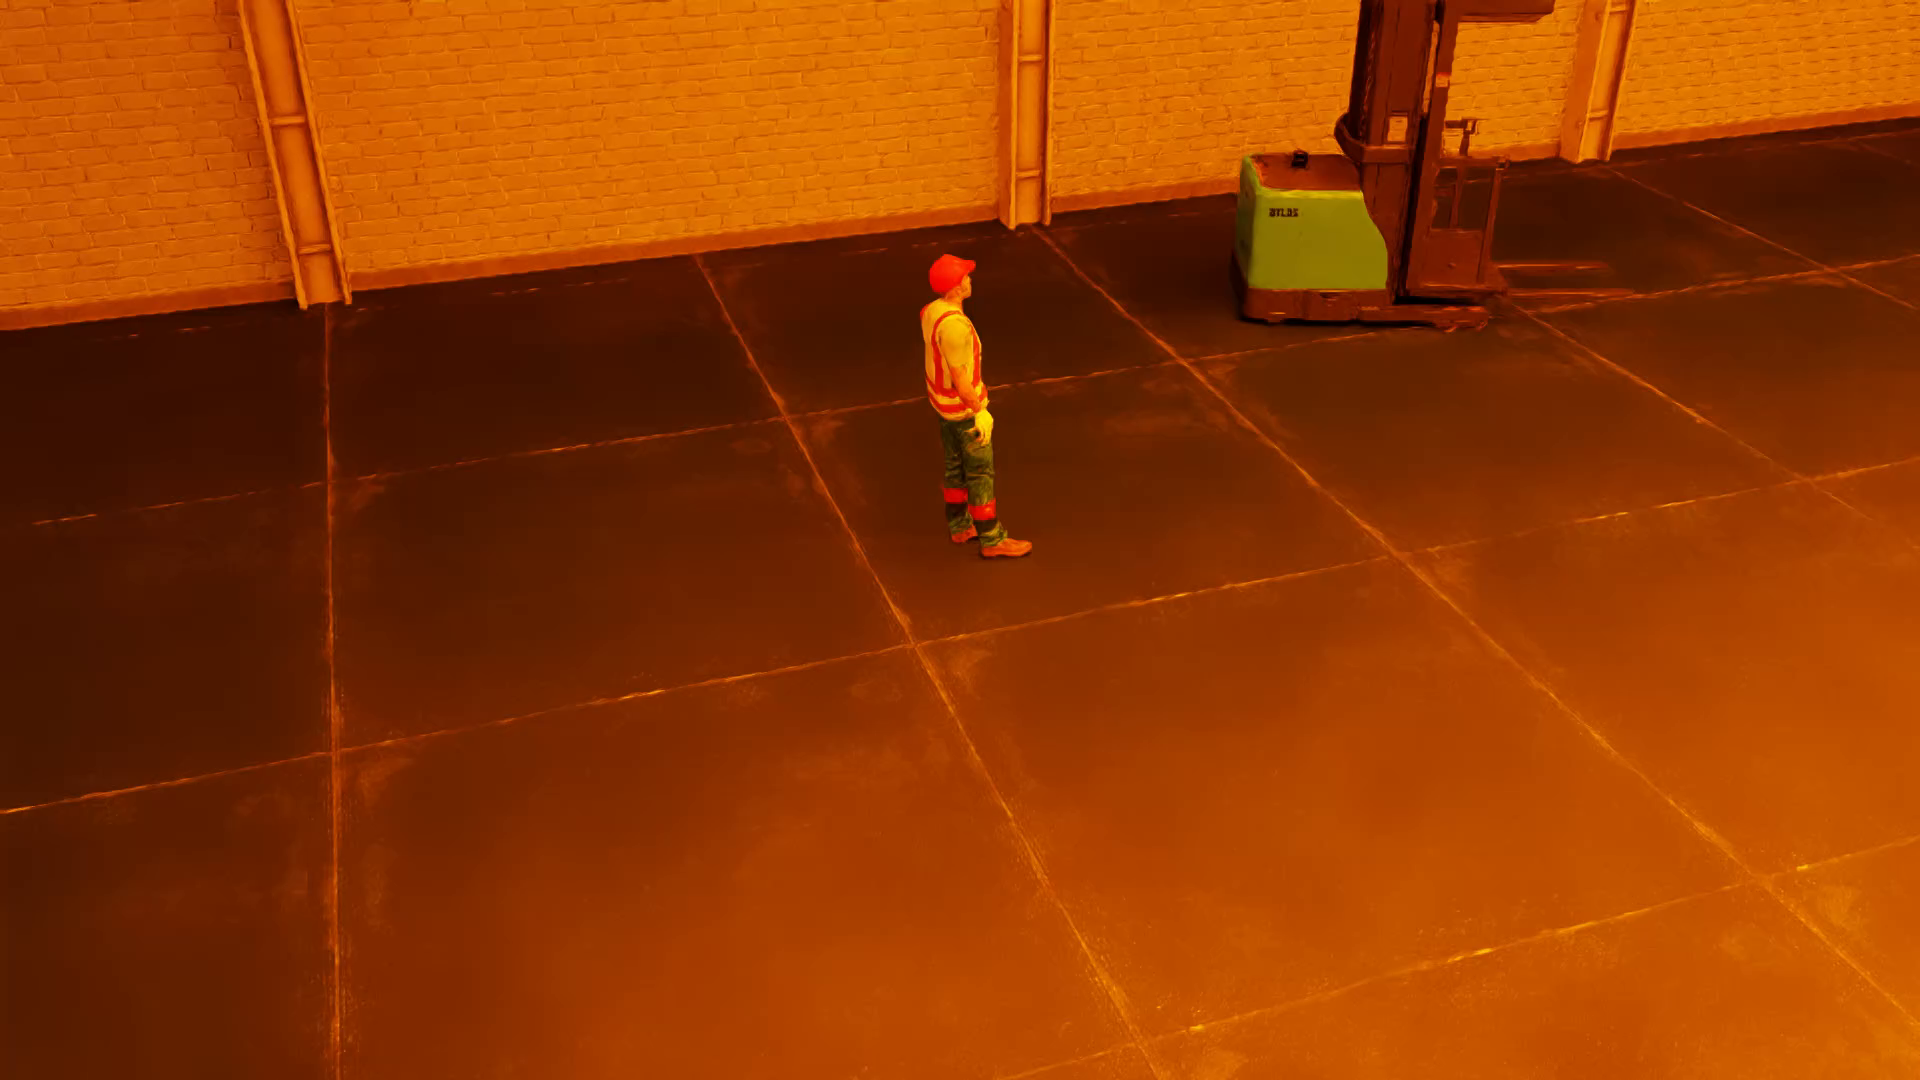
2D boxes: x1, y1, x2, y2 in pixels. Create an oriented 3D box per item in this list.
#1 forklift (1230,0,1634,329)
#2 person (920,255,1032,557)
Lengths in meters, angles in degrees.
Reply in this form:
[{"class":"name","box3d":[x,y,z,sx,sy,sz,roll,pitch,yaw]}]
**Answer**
[{"class":"forklift","box3d":[3.724,-3.172,12.600,3.031,2.935,1.130,1,30,1]},{"class":"person","box3d":[0.080,-0.789,9.589,0.563,1.787,0.637,-10,31,-16]}]
